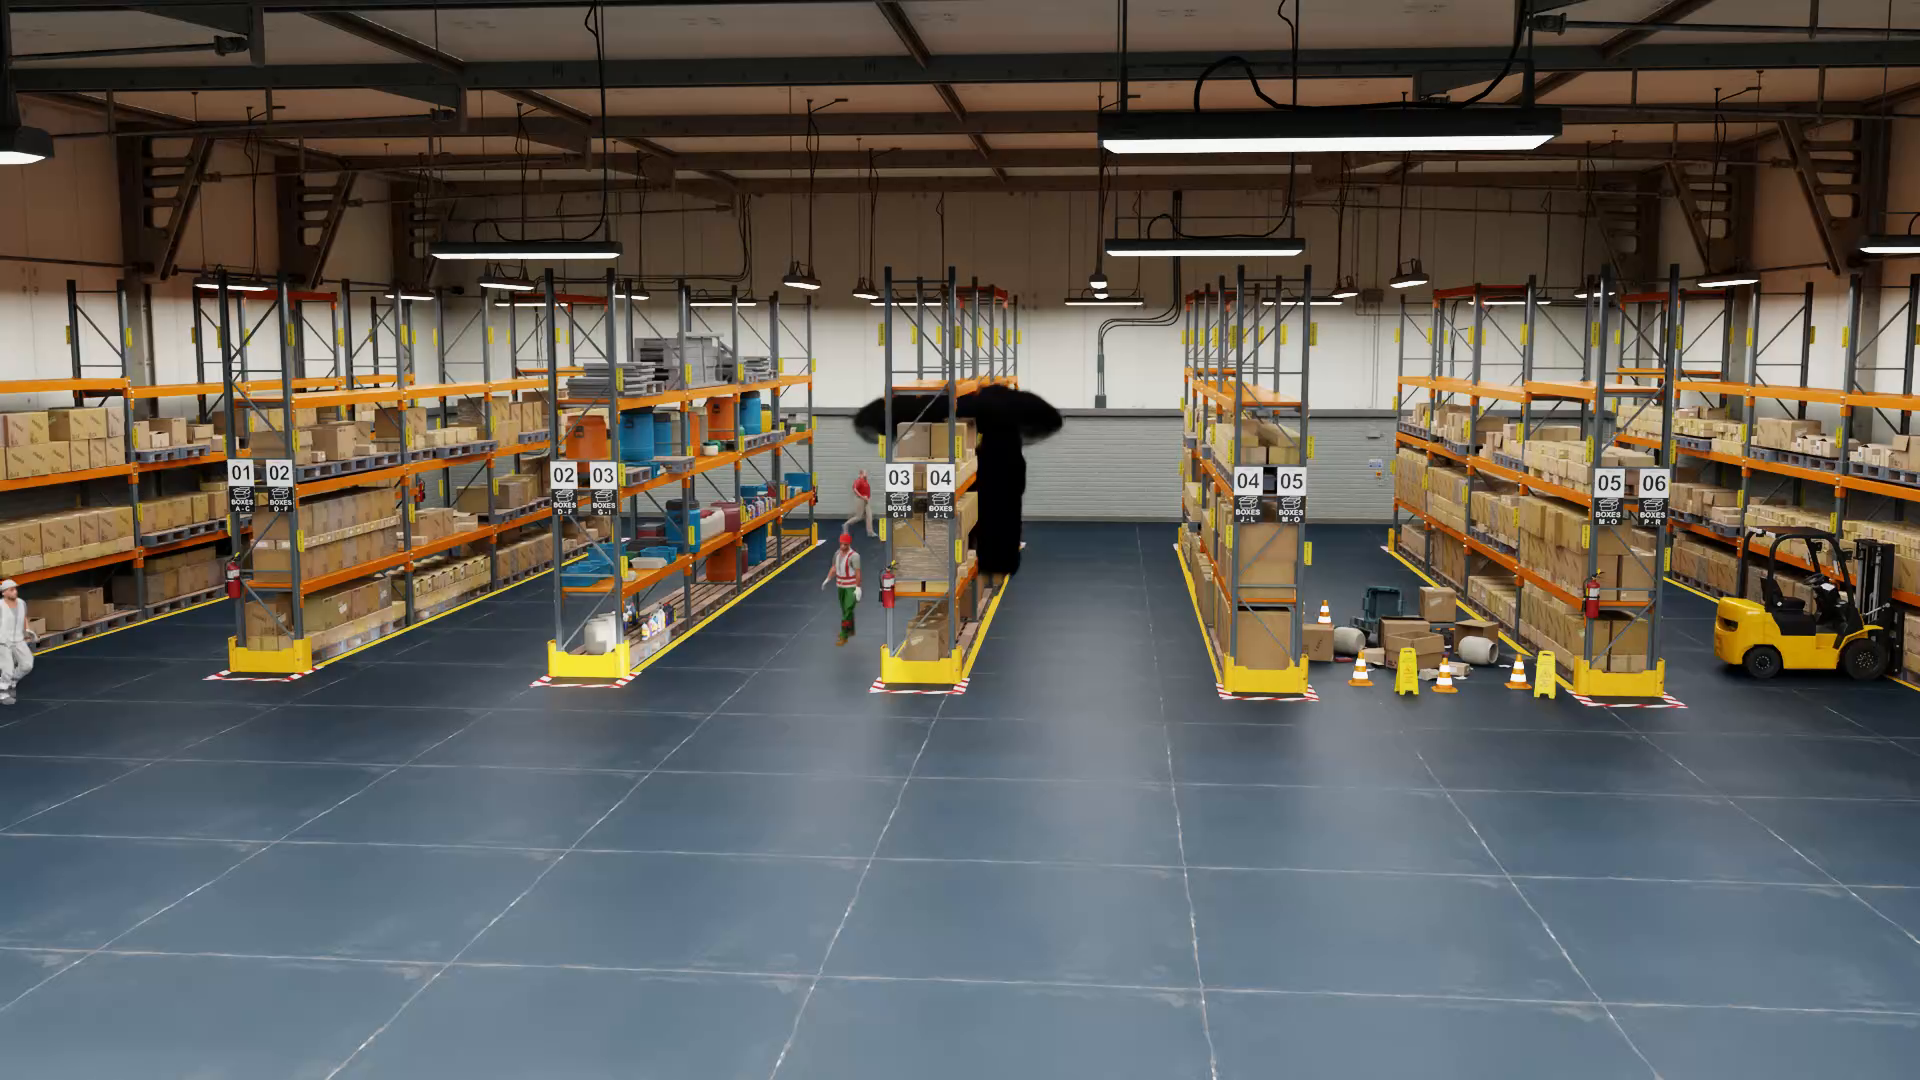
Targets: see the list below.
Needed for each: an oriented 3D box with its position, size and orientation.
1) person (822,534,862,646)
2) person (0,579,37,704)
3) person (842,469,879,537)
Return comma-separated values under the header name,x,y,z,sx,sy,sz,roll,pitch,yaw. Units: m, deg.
name,x,y,z,sx,sy,sz,roll,pitch,yaw
person,-1.879,0.766,26.857,0.754,1.779,0.754,6,9,41
person,-12.970,1.392,22.731,0.573,1.729,0.622,4,8,28
person,-2.451,-0.939,41.915,0.964,1.691,0.717,2,7,19
